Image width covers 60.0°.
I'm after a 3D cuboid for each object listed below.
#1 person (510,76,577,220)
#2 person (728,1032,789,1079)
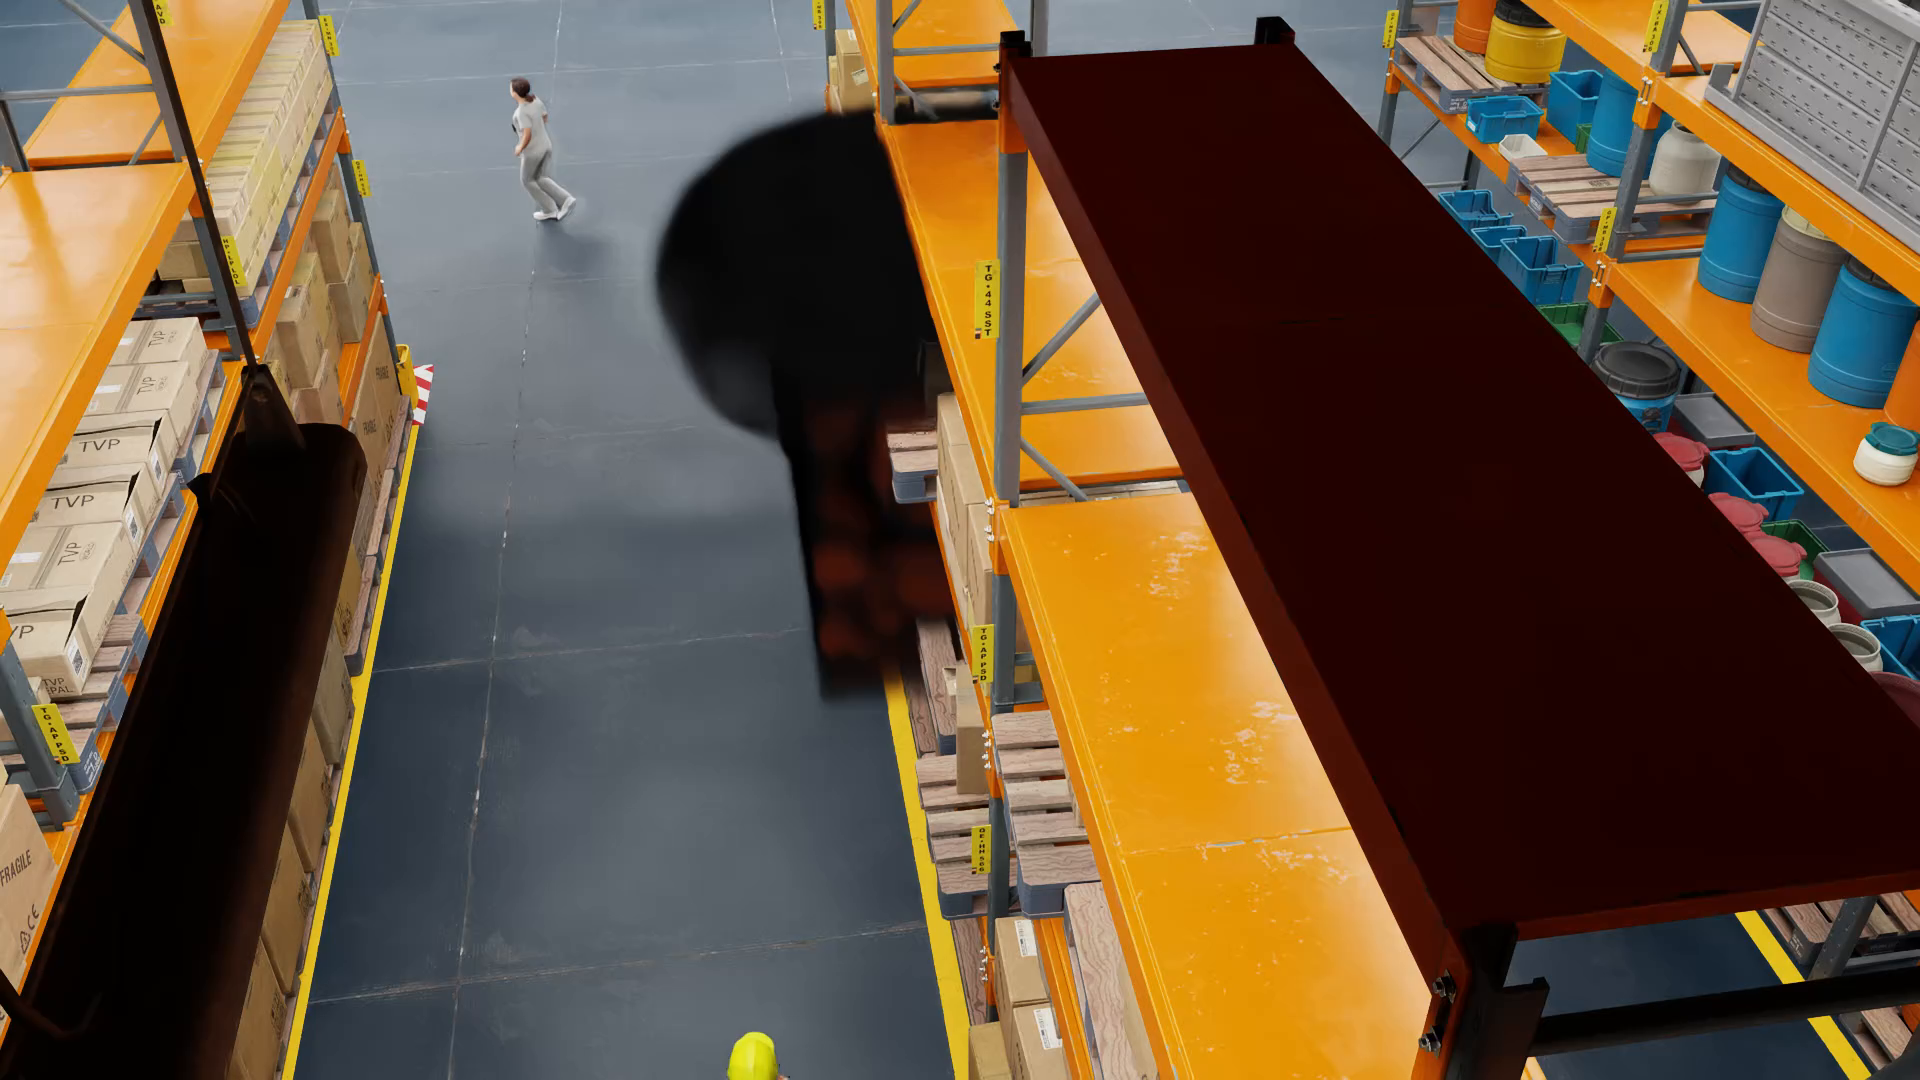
[{"bbox_3d":[-4.429,-4.134,17.738,0.627,1.622,0.552,14,39,18],"label":"person"},{"bbox_3d":[-0.906,2.943,7.573,0.717,1.902,0.738,-3,36,-3],"label":"person"}]
